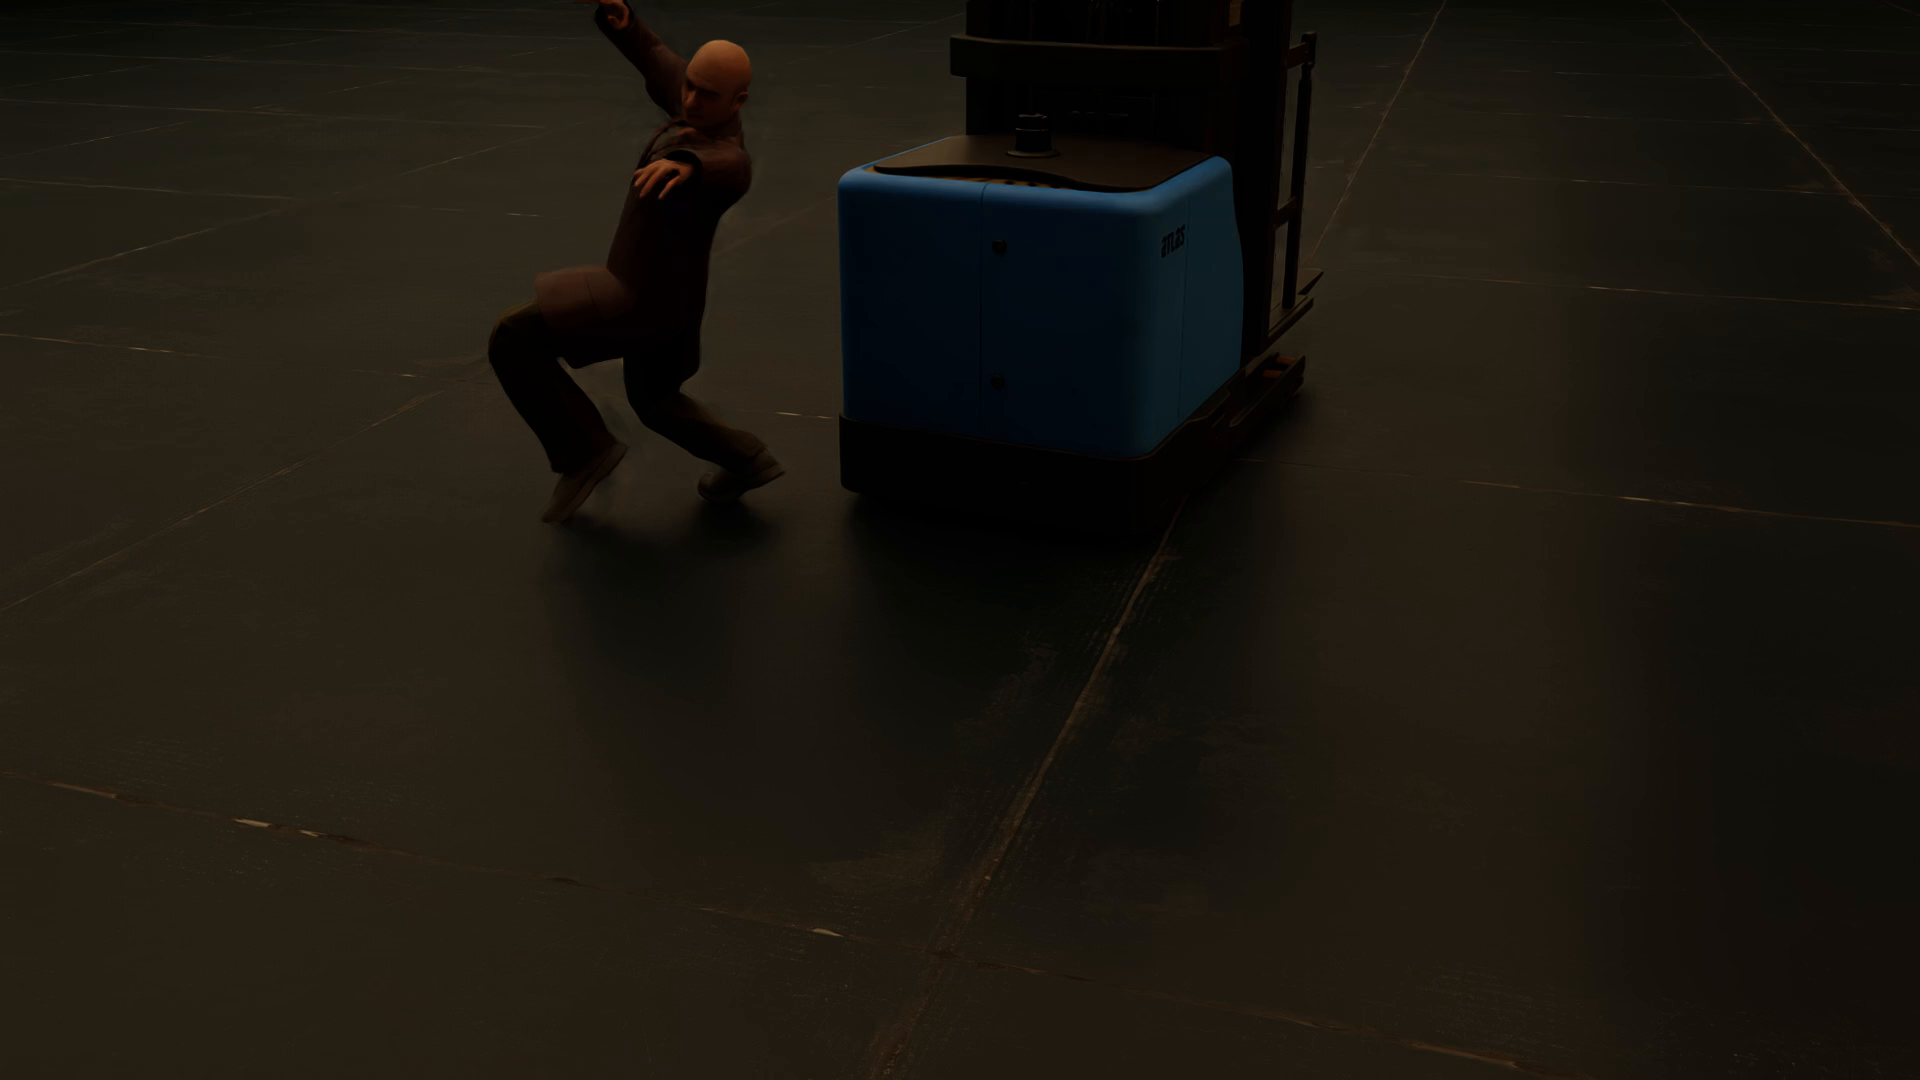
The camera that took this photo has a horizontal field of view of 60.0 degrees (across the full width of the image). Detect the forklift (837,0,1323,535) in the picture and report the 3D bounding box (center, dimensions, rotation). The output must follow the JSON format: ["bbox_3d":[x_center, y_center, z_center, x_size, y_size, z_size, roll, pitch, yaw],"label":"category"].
[{"bbox_3d":[0.691,-1.896,5.872,1.130,2.935,3.031,10,24,23],"label":"forklift"}]

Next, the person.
[{"bbox_3d":[-1.024,-0.743,4.866,0.886,1.639,1.170,3,23,7],"label":"person"}]
